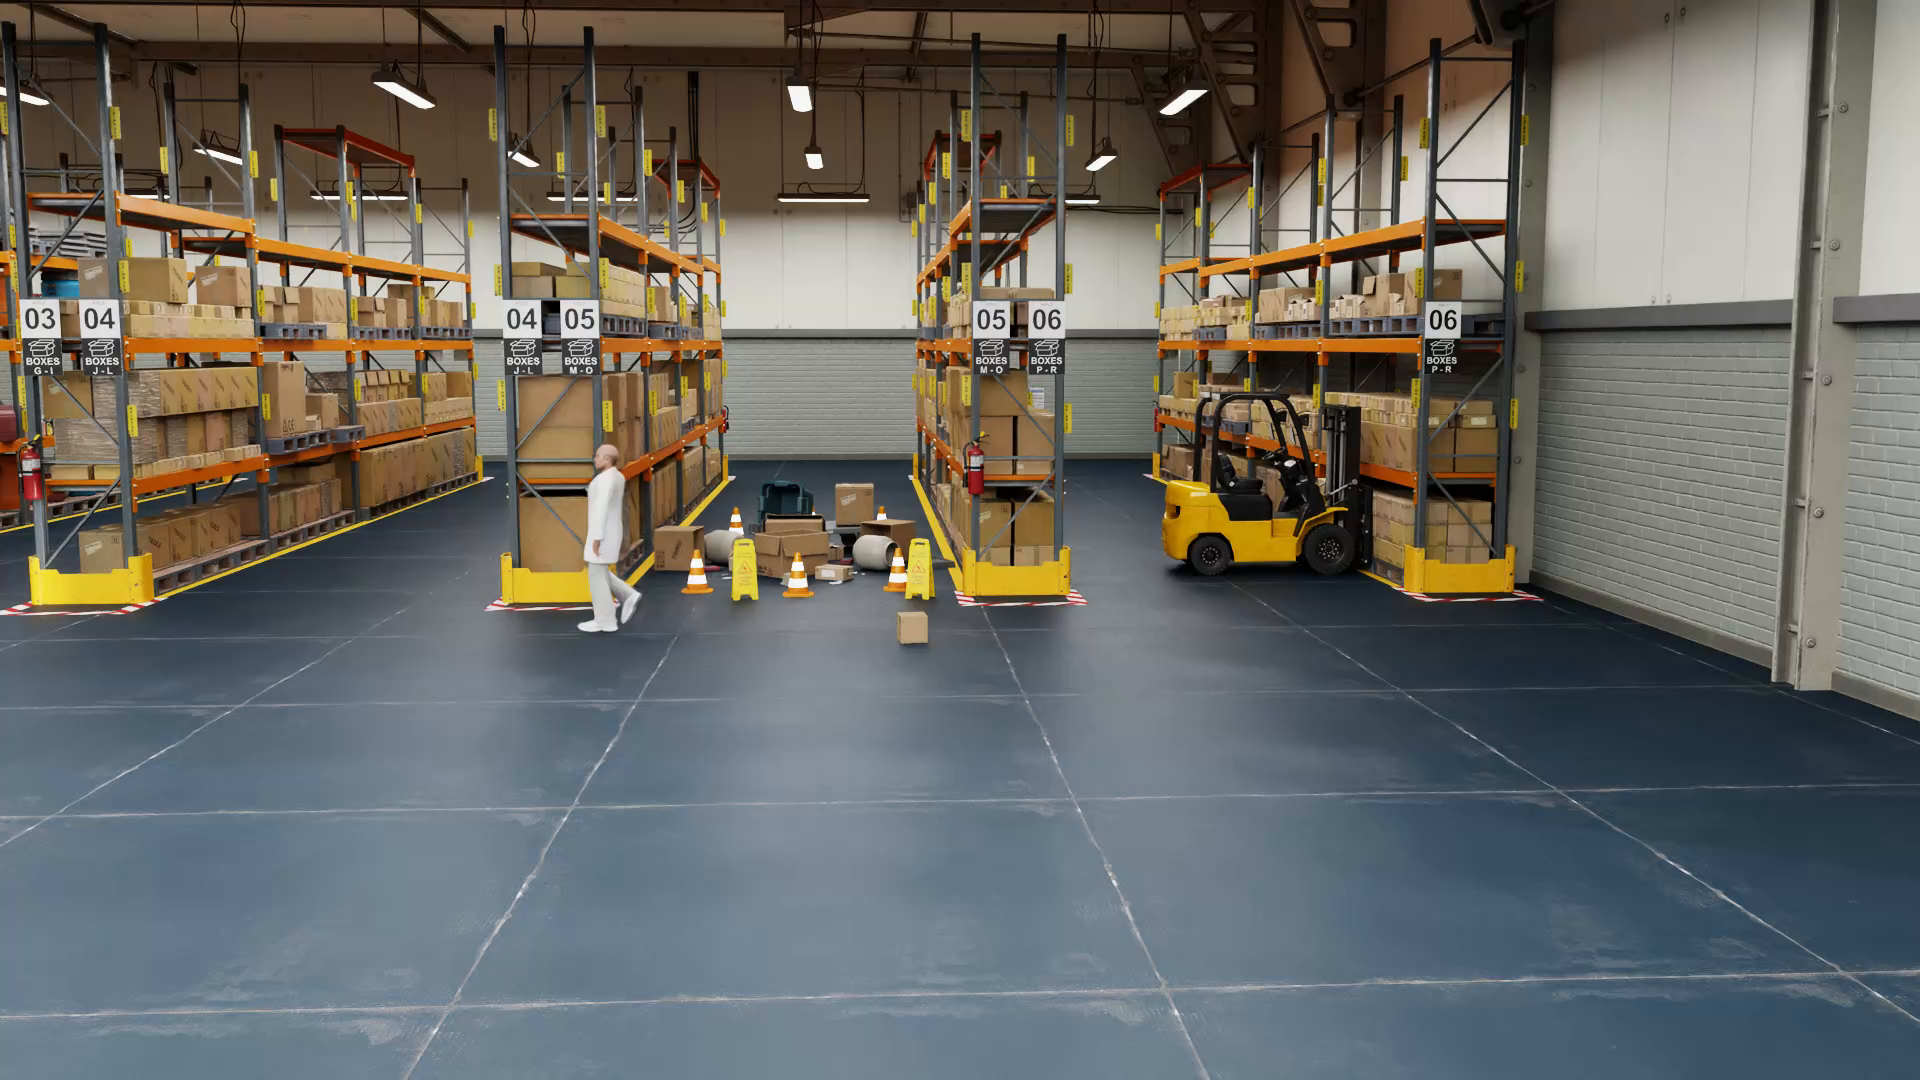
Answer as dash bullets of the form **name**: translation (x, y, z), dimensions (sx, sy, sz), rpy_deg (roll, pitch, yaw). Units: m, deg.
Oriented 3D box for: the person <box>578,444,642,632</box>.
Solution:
- **person**: translation (-3.336, -0.023, 15.782), dimensions (0.578, 1.772, 0.595), rpy_deg (0, 7, 2)
